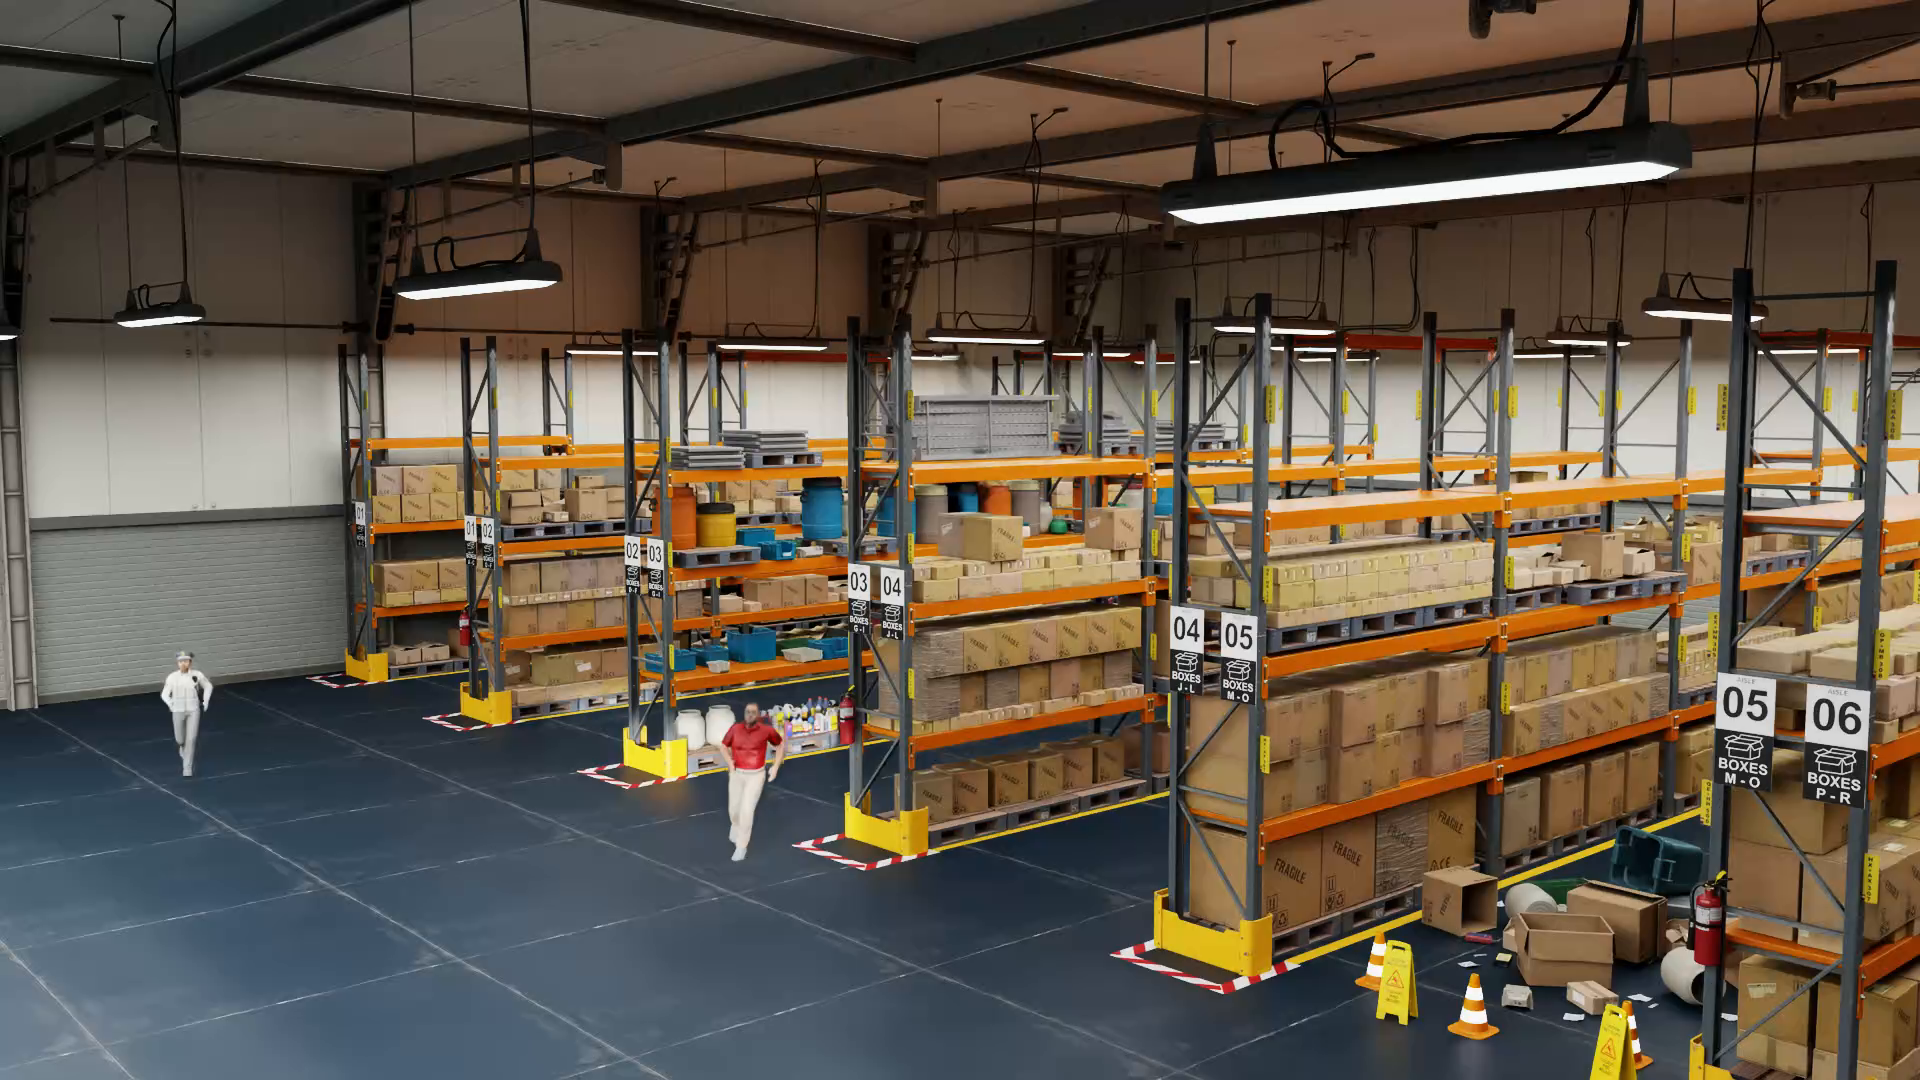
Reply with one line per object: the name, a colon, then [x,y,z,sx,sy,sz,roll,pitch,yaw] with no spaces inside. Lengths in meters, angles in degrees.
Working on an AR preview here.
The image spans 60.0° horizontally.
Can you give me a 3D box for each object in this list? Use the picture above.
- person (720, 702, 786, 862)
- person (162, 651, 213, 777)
person: [-2.328,2.668,18.612,0.719,1.739,0.801,1,5,7]
person: [-10.475,2.321,22.559,0.632,1.661,0.861,-2,6,-21]
